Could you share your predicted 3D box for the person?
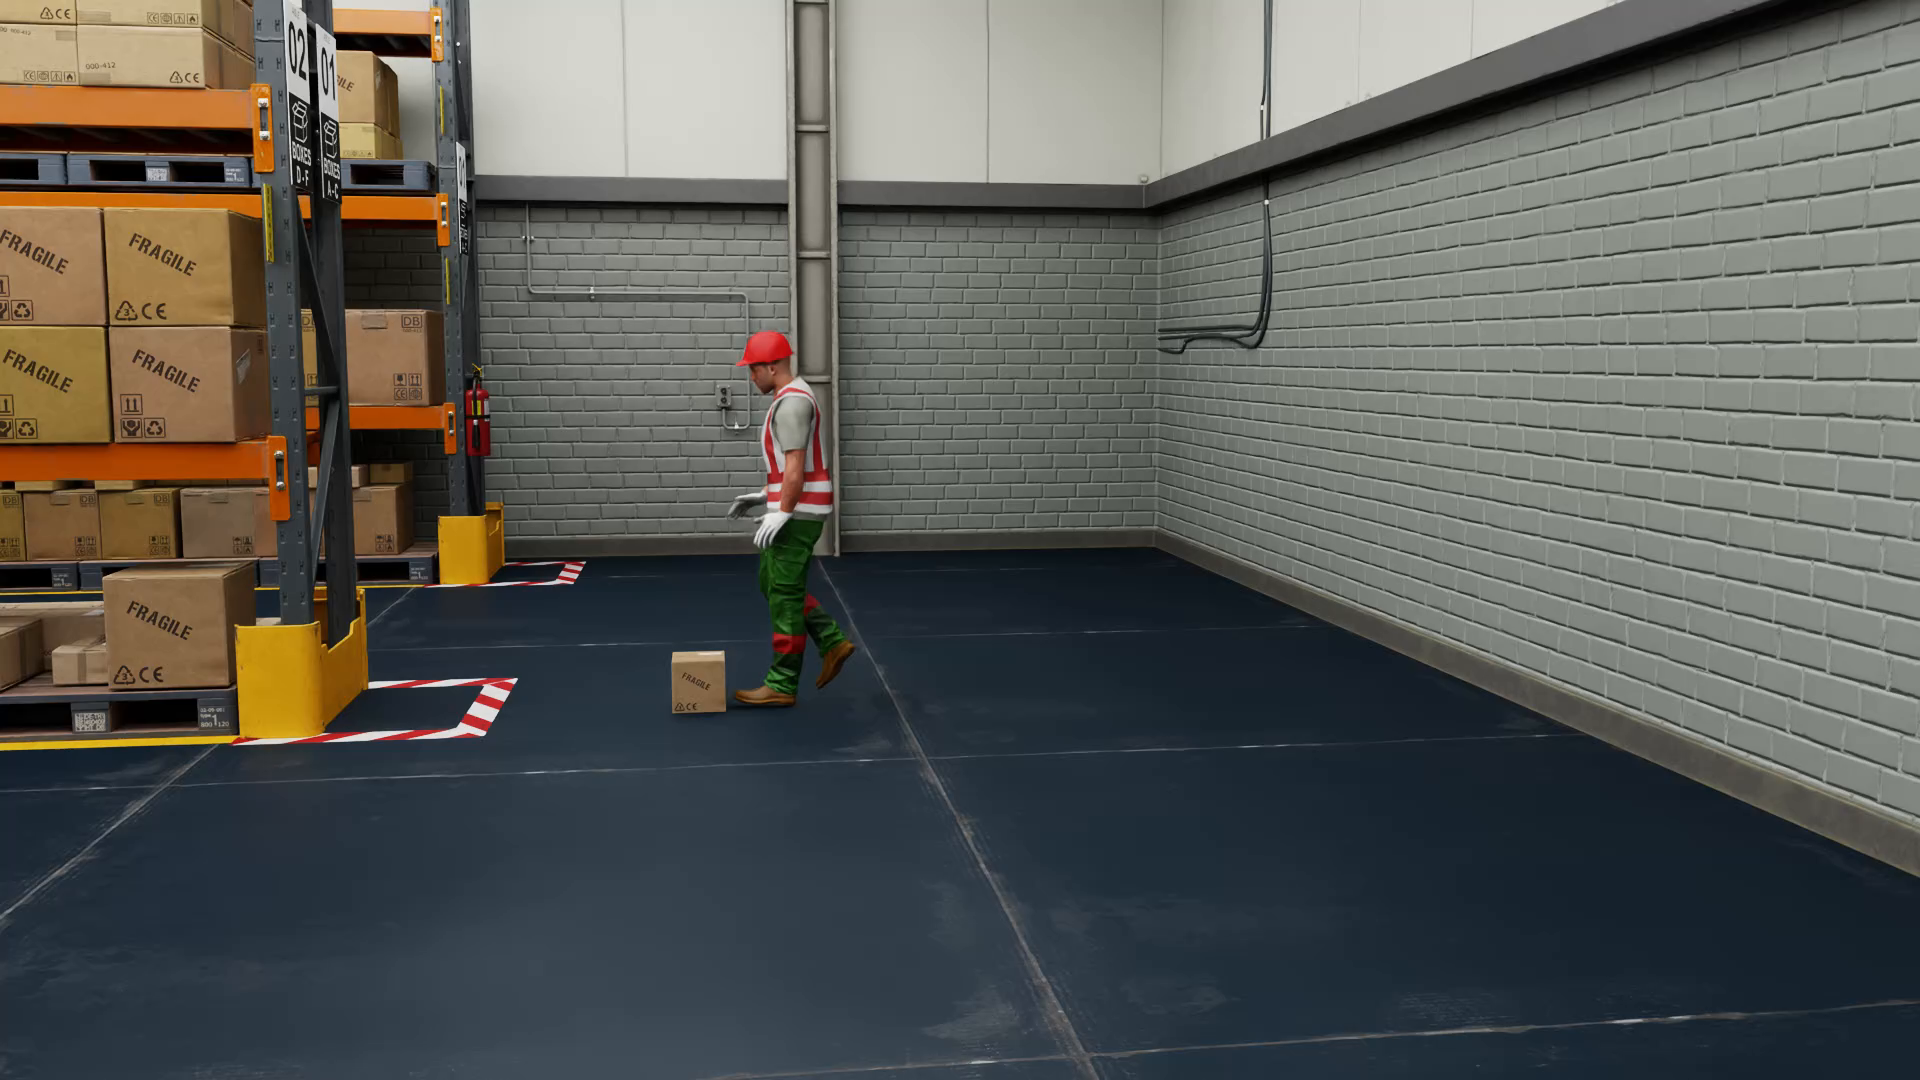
[{"bbox_3d":[-0.818,-0.104,7.941,0.623,1.778,0.542,0,6,-1],"label":"person"}]
